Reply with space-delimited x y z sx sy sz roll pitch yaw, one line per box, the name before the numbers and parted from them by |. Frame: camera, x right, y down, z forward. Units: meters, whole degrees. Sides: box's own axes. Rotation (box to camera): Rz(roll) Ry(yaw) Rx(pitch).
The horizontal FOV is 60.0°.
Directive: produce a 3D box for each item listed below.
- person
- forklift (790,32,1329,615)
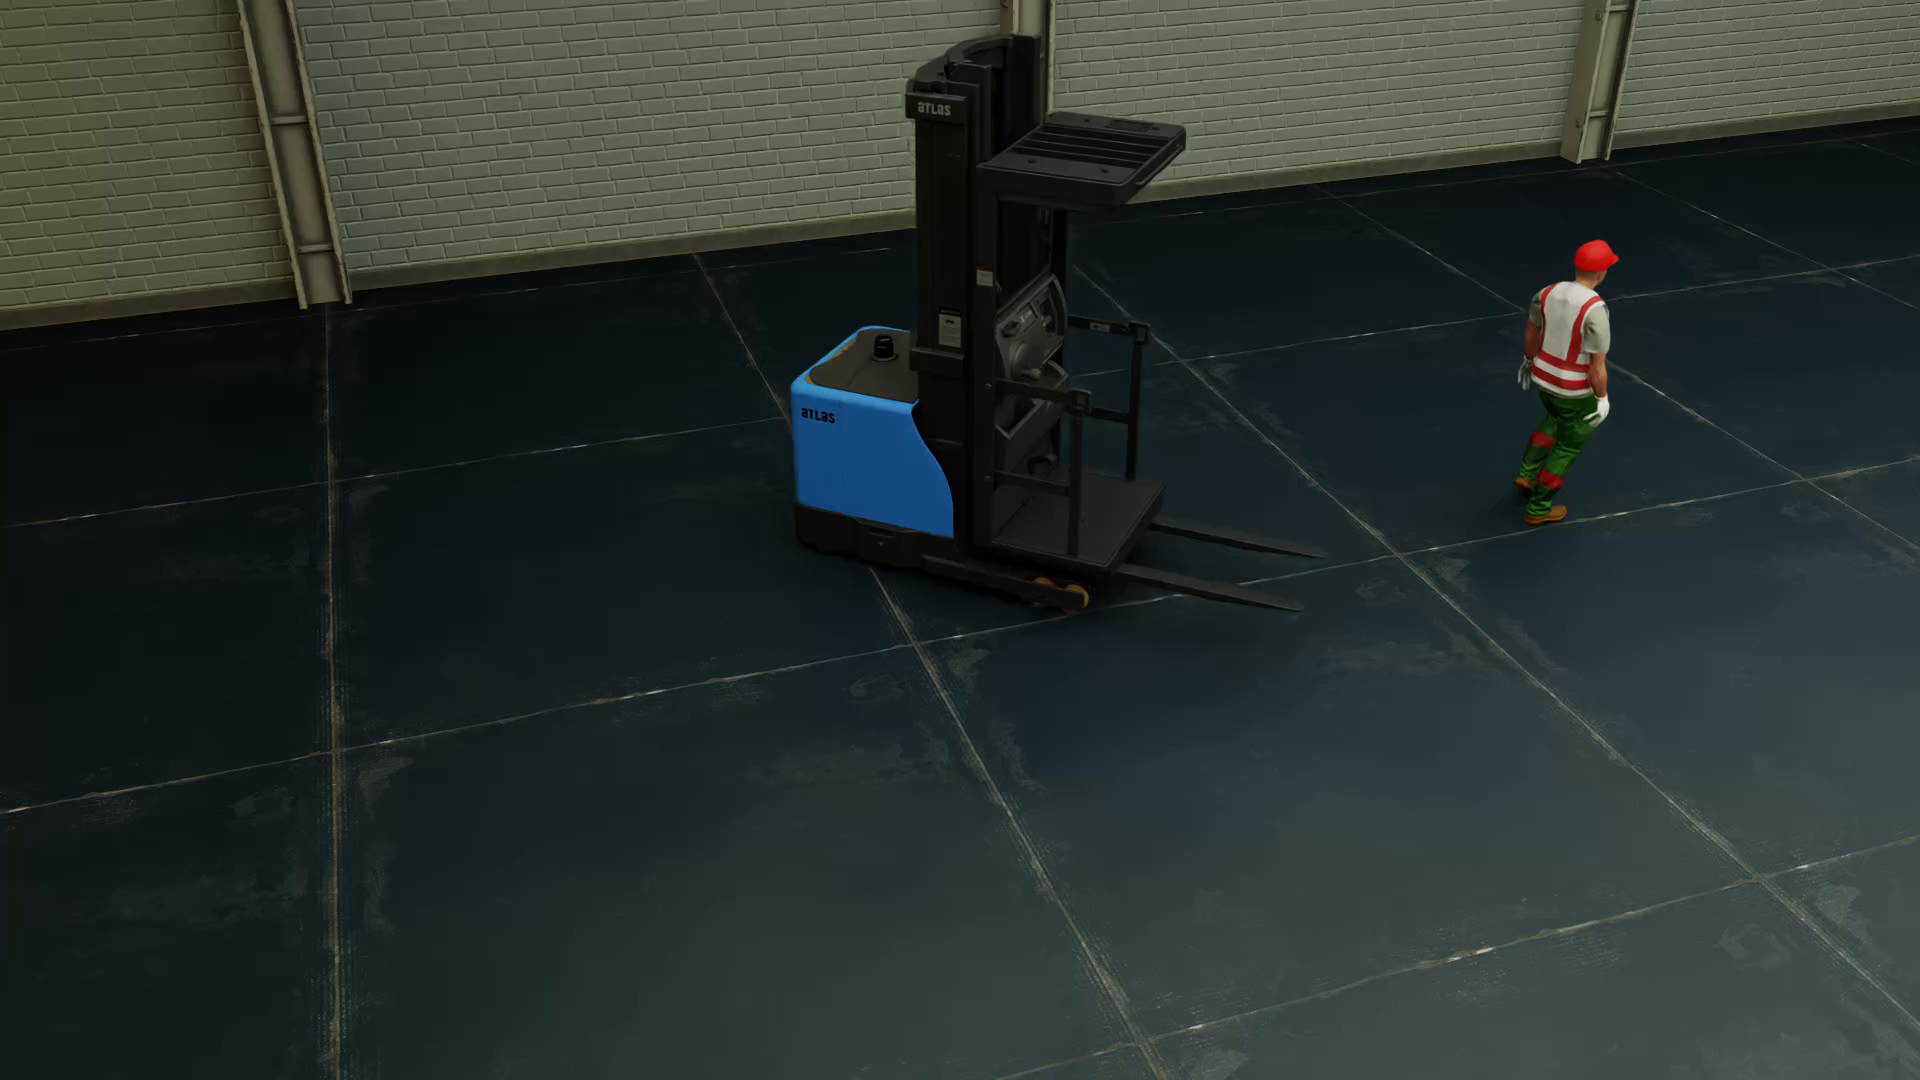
person | 3.647 -0.942 9.906 0.475 1.781 0.673 -15 33 -24
forklift | 0.579 -1.154 9.093 3.031 2.935 1.130 12 32 20
